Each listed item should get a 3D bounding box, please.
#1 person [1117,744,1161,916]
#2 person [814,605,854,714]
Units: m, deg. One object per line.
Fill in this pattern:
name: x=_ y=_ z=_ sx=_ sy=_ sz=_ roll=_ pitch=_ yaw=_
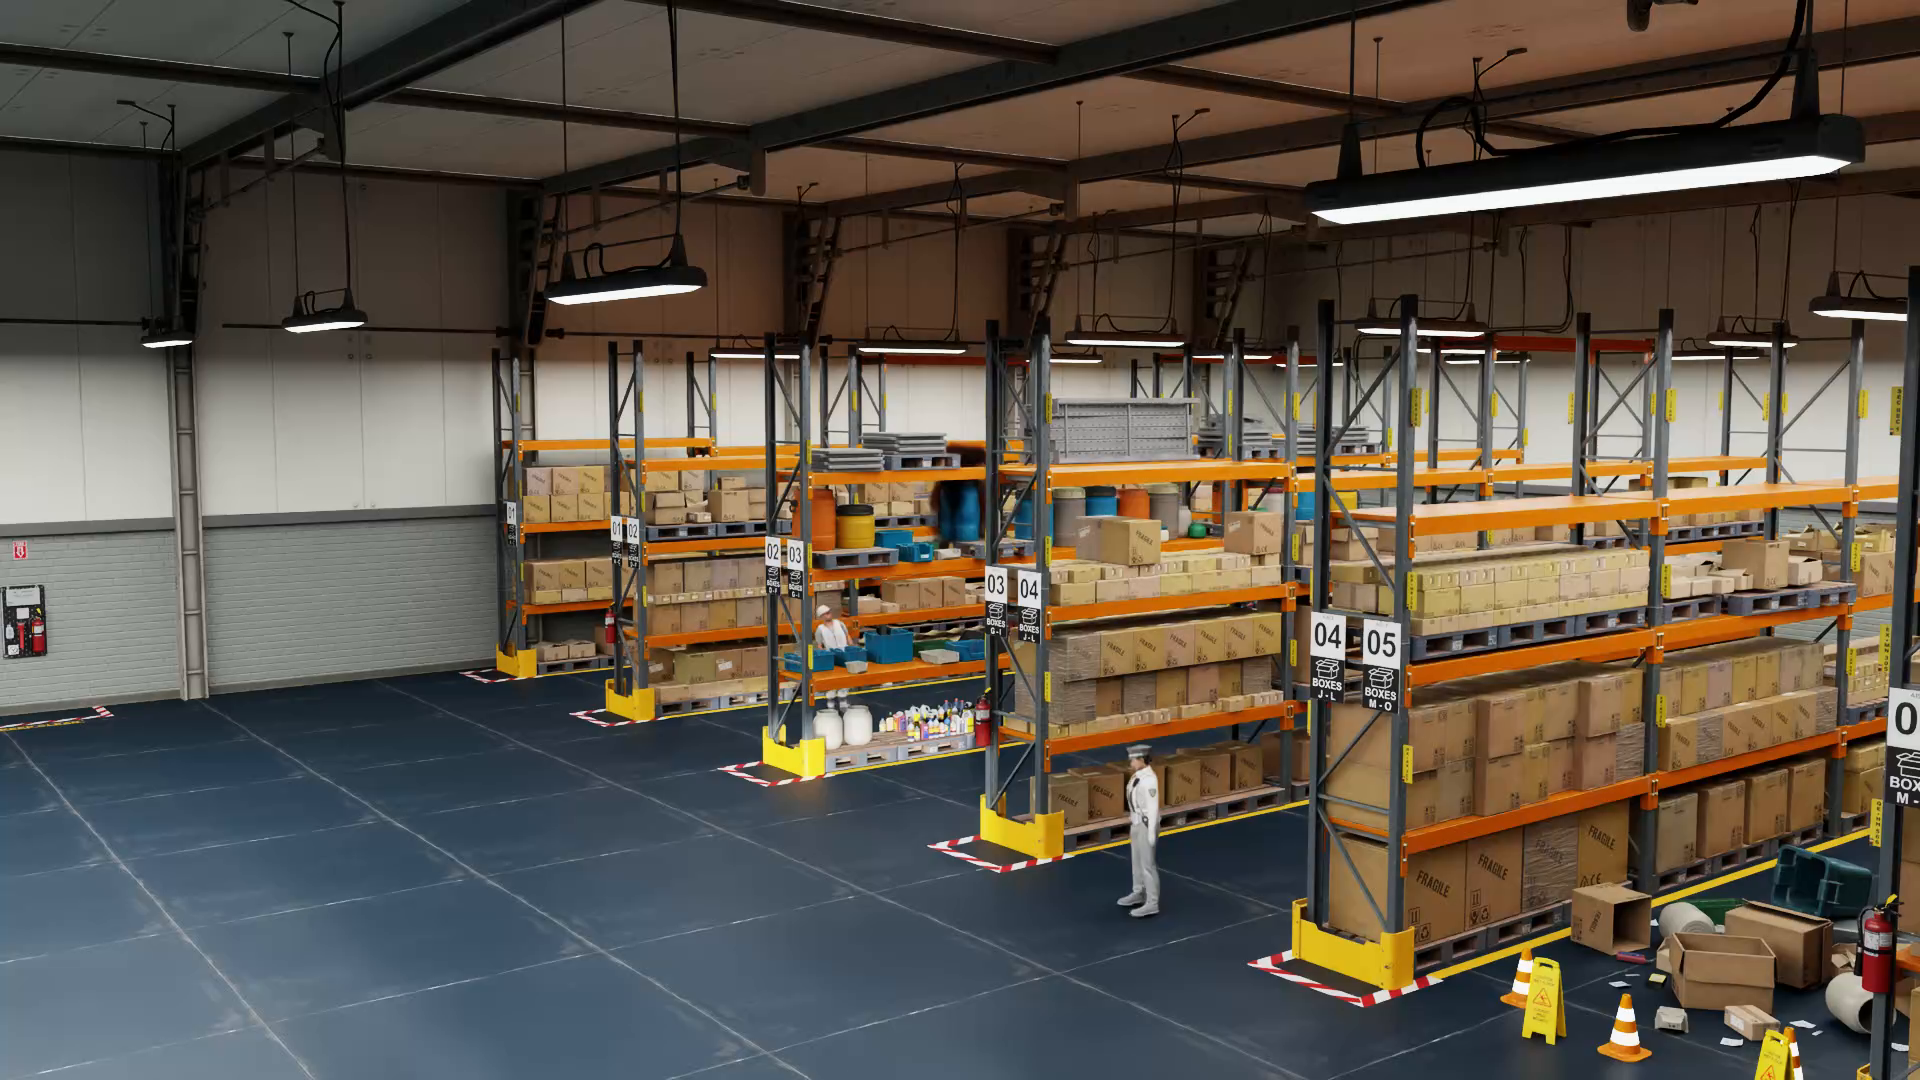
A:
person: x=1.804 y=2.872 z=16.636 sx=0.383 sy=1.668 sz=0.536 roll=-1 pitch=5 yaw=-10
person: x=-1.981 y=1.945 z=26.853 sx=0.710 sy=1.785 sz=0.481 roll=-1 pitch=5 yaw=-13
